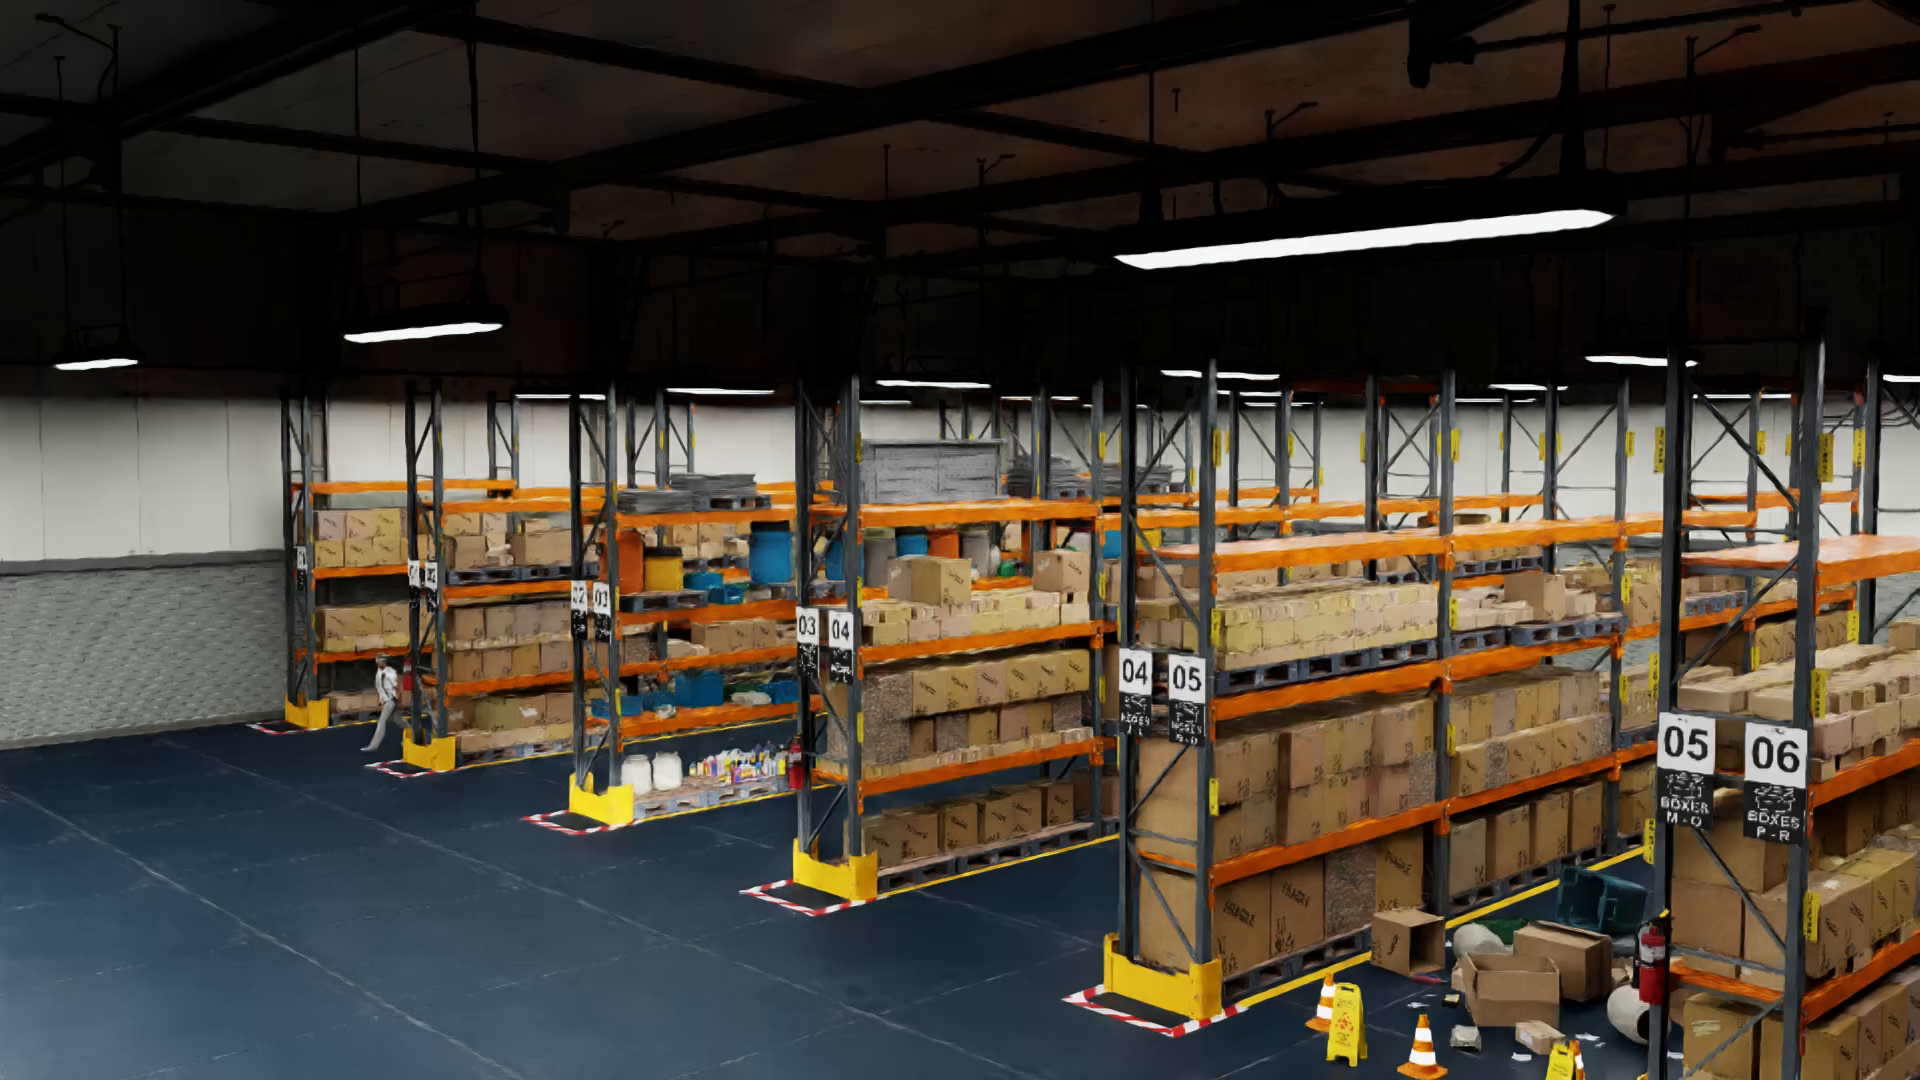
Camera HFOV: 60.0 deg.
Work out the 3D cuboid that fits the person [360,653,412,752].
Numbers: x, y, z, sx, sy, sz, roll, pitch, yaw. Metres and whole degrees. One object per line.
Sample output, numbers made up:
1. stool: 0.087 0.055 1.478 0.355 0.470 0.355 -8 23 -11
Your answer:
1. person: -9.352 2.618 27.143 0.455 1.585 1.087 4 5 45
